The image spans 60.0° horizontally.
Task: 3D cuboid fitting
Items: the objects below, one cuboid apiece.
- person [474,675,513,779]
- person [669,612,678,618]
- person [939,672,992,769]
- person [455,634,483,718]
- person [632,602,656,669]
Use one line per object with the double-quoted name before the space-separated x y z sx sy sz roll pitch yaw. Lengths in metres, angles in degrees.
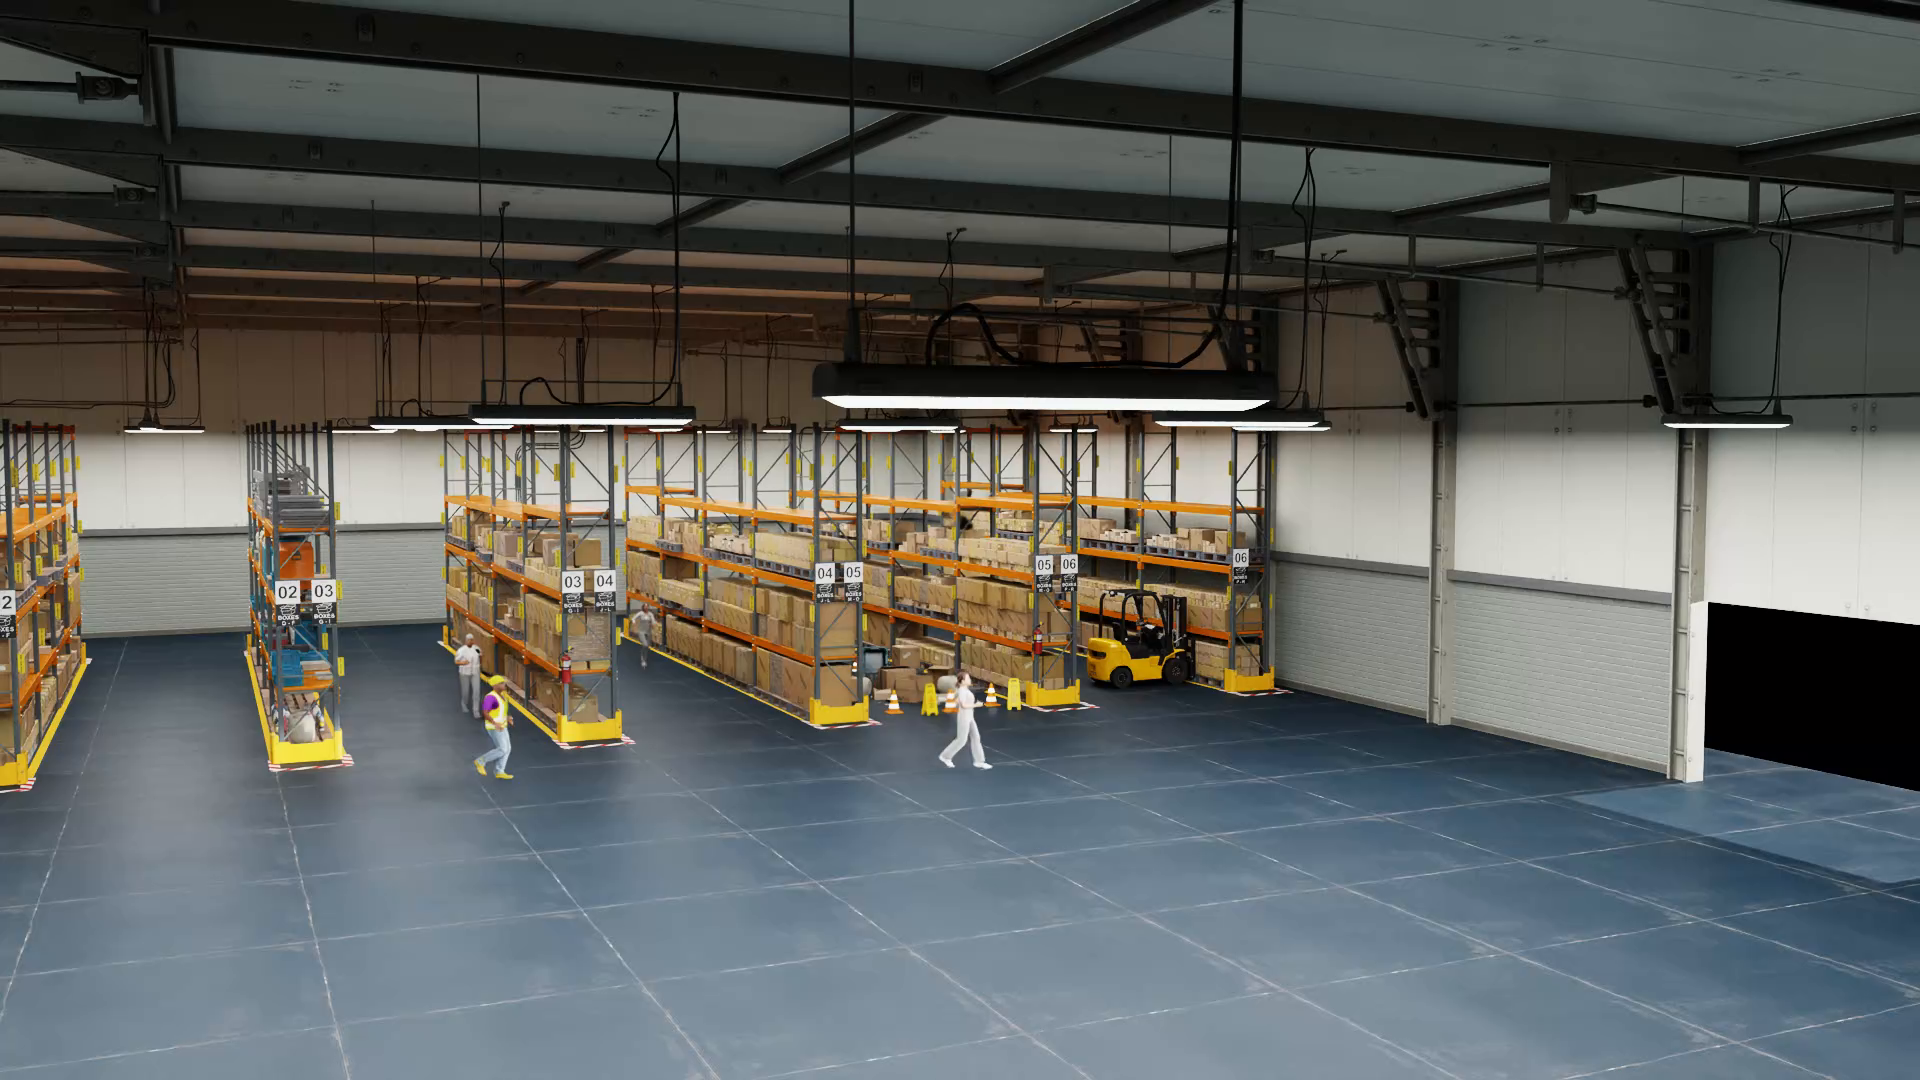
"person" -7.784 3.124 27.777 0.616 1.739 0.722 0 4 0
"person" -8.373 1.752 49.469 0.900 1.790 0.750 -2 4 -29
"person" 0.090 3.077 28.408 0.908 1.664 0.570 1 4 8
"person" -9.993 2.745 33.921 0.608 1.665 0.880 -2 4 -27
"person" -7.797 2.360 41.171 0.515 1.597 0.663 -2 4 -30
